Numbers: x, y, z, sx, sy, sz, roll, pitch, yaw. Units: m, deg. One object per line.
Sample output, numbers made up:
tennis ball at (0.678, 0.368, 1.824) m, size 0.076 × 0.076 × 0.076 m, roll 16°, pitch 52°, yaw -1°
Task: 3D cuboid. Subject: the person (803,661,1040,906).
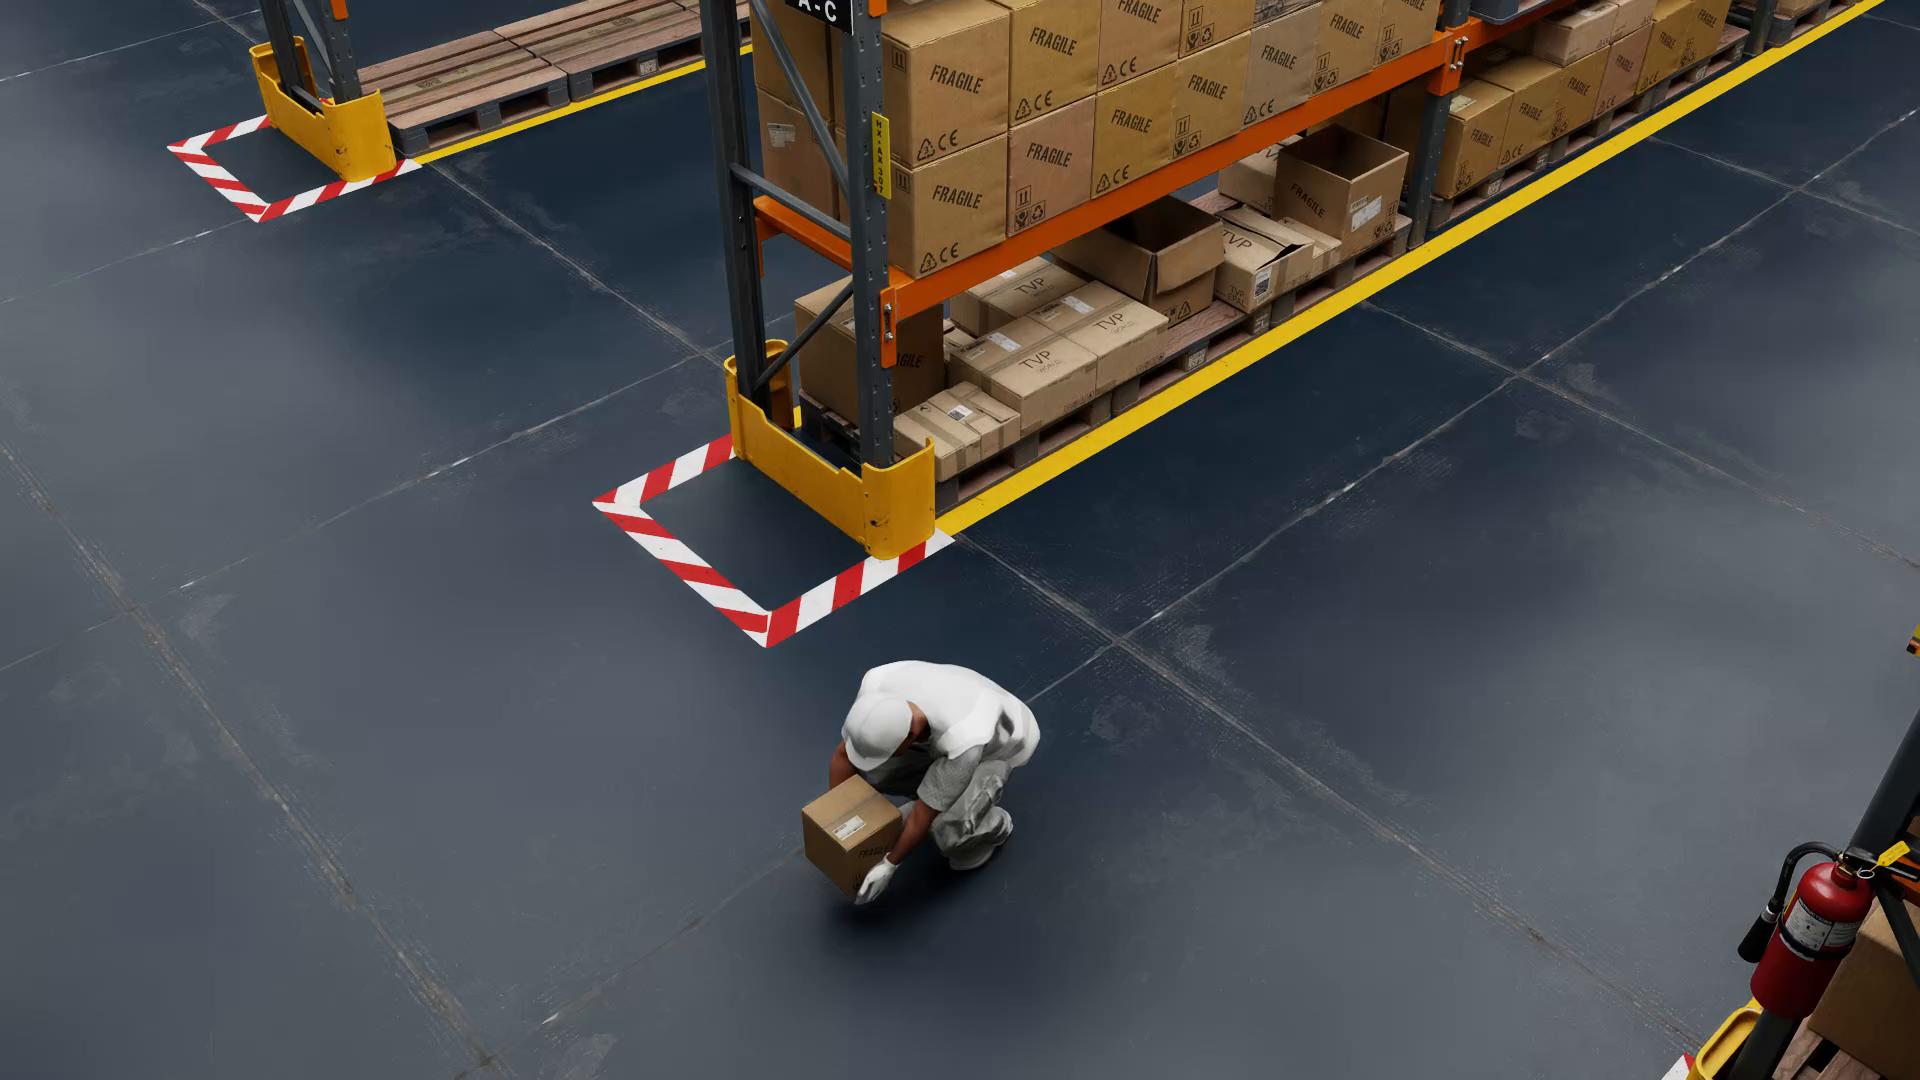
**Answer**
person at (-0.104, 0.765, 5.842) m, size 0.895 × 0.991 × 0.567 m, roll -31°, pitch 48°, yaw -32°
